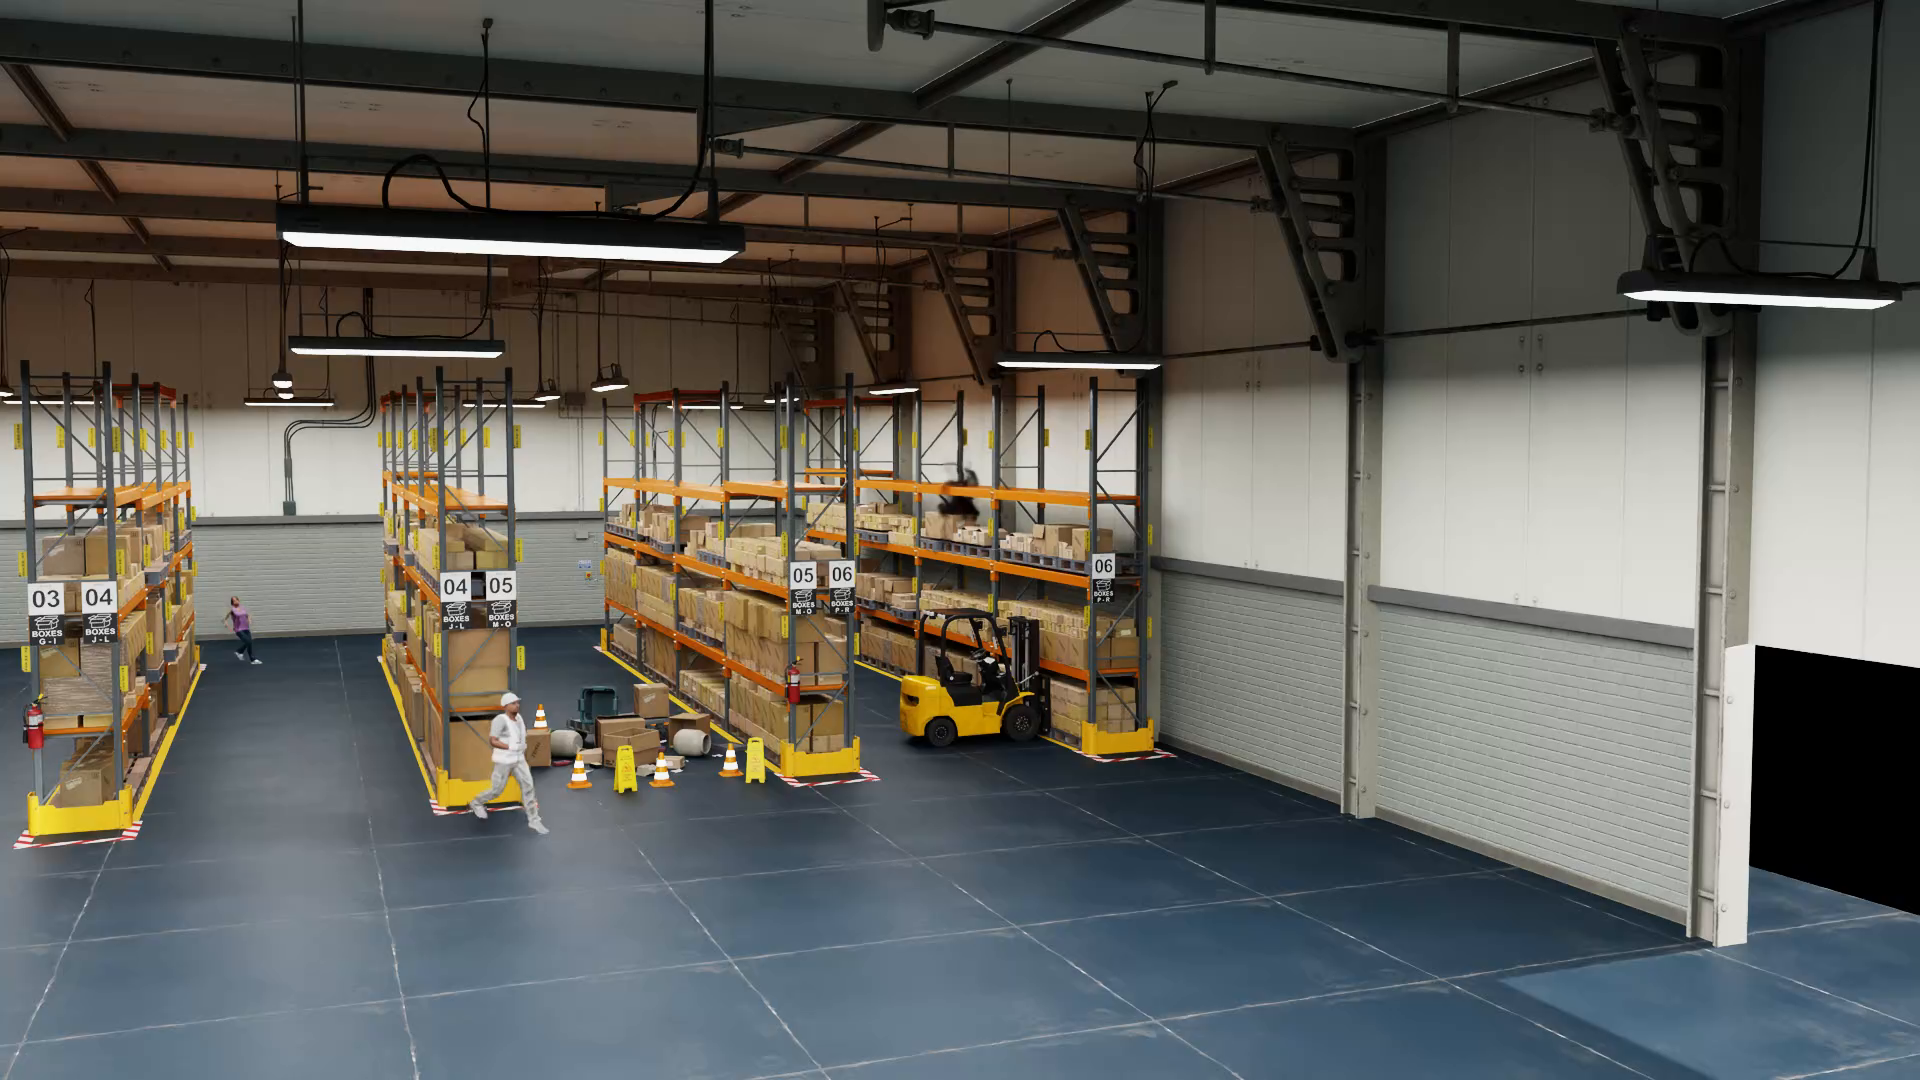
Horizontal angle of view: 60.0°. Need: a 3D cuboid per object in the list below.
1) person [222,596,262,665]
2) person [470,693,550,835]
[{"bbox_3d":[-15.914,2.002,36.854,0.794,1.524,0.597,2,4,24],"label":"person"},{"bbox_3d":[-5.789,2.842,21.207,1.149,1.795,0.645,2,4,27],"label":"person"}]
